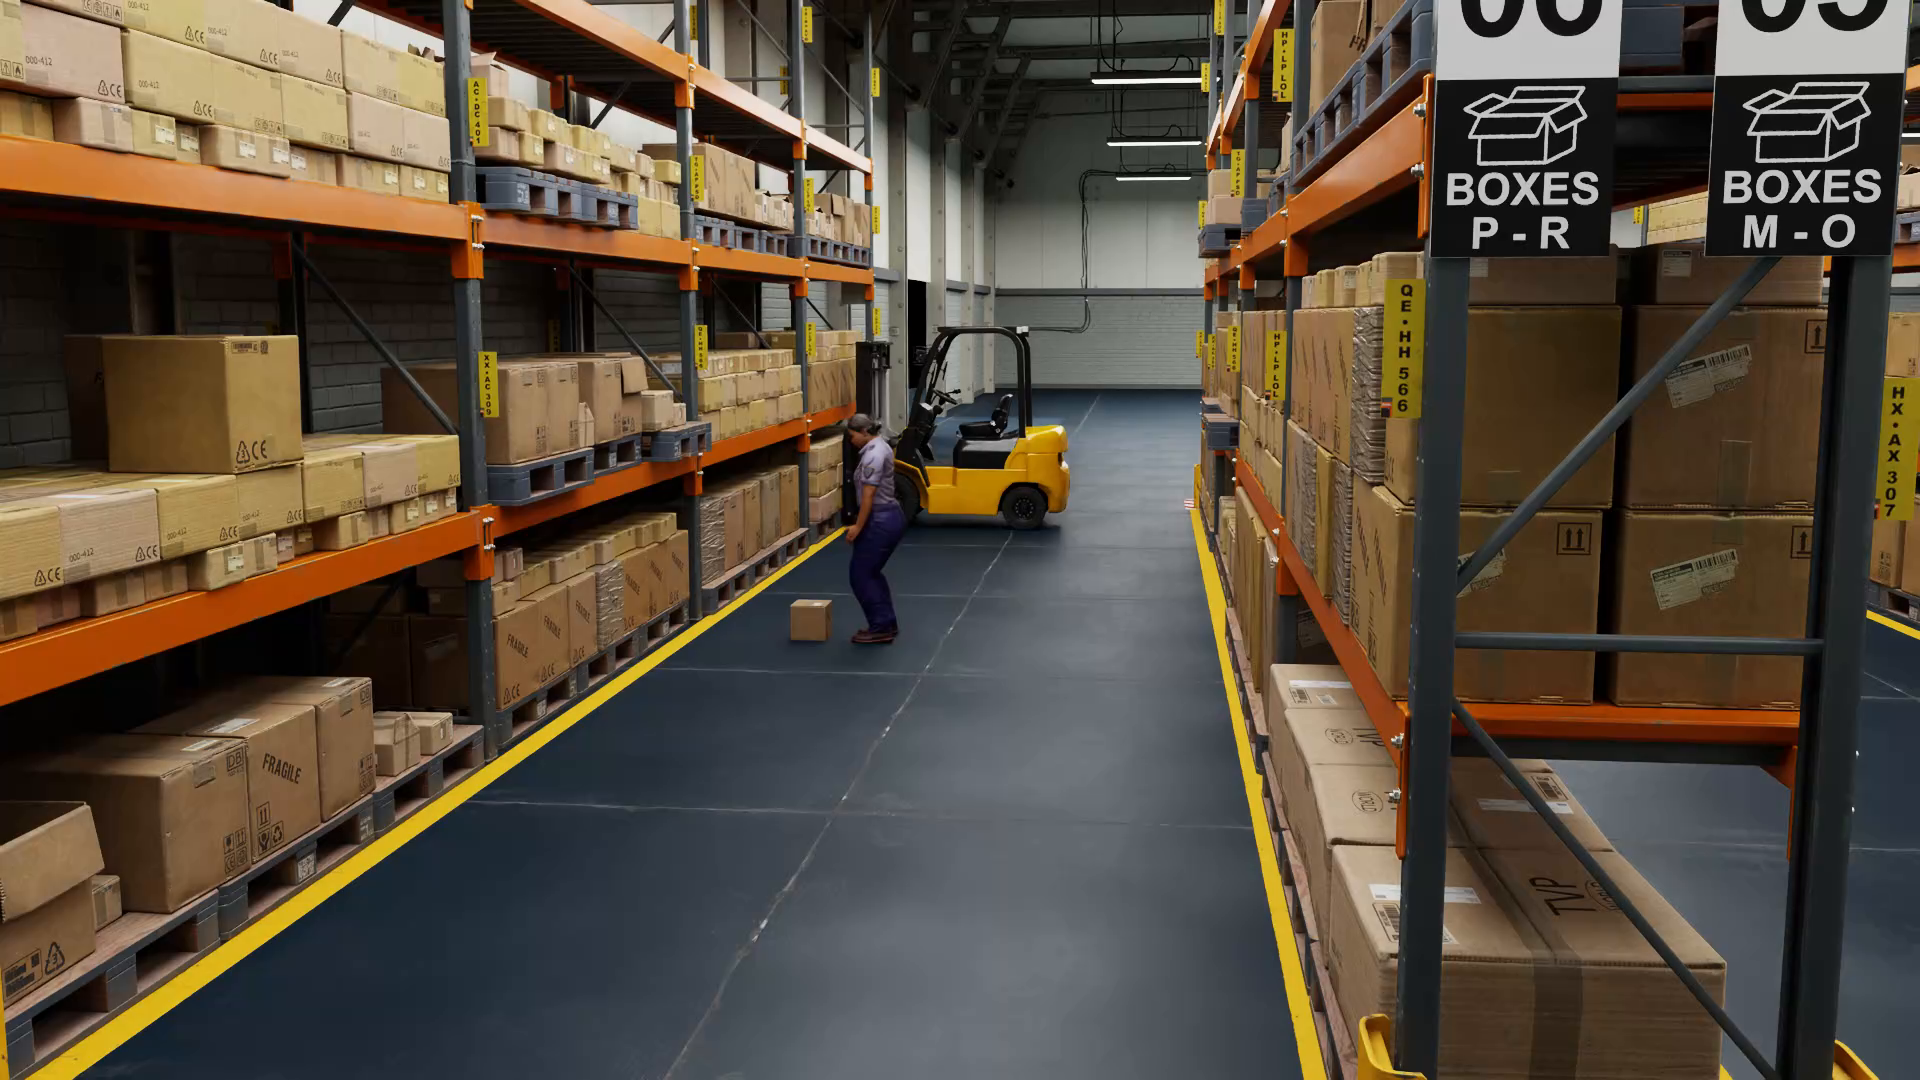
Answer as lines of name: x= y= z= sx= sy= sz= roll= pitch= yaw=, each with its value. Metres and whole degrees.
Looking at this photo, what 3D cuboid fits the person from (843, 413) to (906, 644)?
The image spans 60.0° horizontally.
person: x=-0.592 y=-0.084 z=11.676 sx=0.397 sy=1.607 sz=0.496 roll=1 pitch=8 yaw=8
